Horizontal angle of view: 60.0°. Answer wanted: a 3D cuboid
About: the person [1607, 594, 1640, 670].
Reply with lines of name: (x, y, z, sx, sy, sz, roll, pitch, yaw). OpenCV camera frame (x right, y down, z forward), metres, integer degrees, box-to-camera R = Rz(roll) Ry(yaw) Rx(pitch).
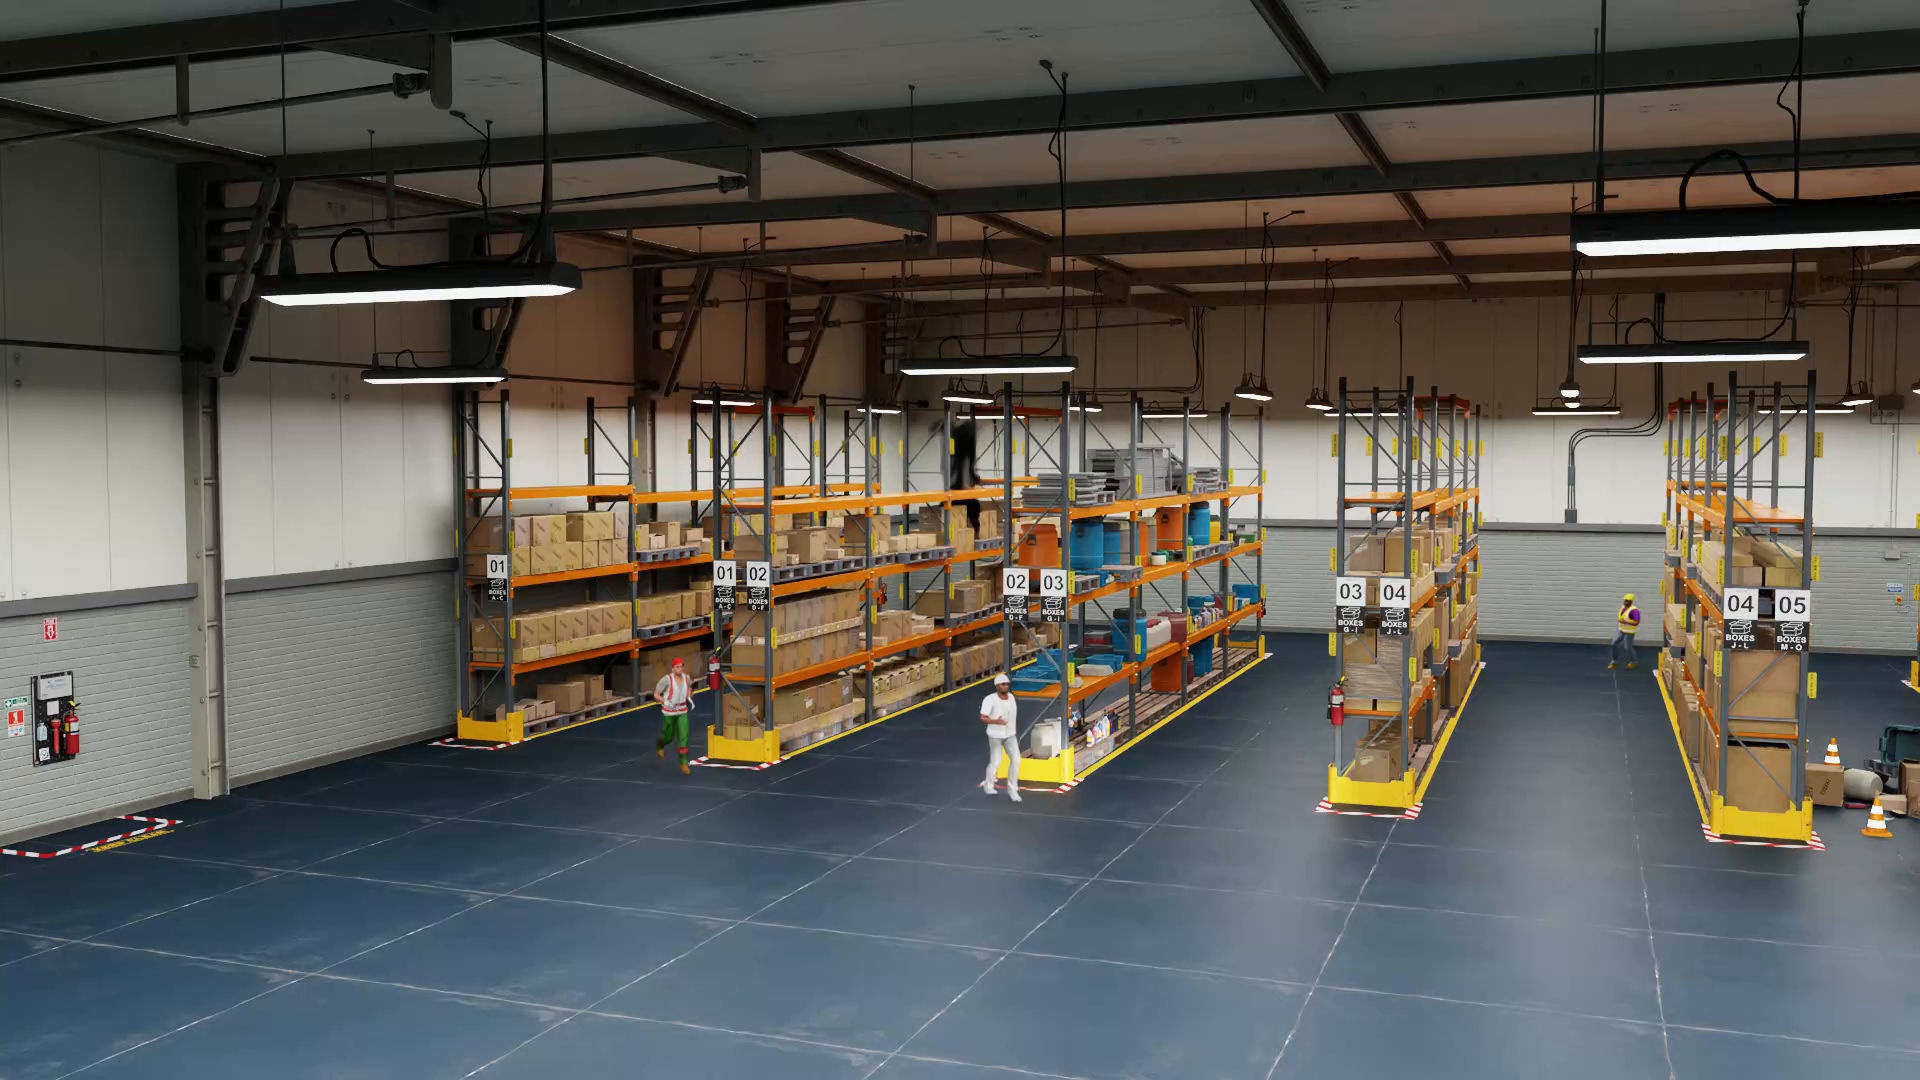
person: (15.077, 2.090, 37.490, 0.710, 1.785, 0.751, -1, 3, -20)

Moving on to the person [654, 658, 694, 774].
person: (-4.413, 2.685, 25.742, 0.667, 1.752, 1.147, -2, 4, -32)

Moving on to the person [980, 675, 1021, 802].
person: (0.598, 2.806, 23.657, 0.679, 1.786, 0.695, -2, 4, -28)
